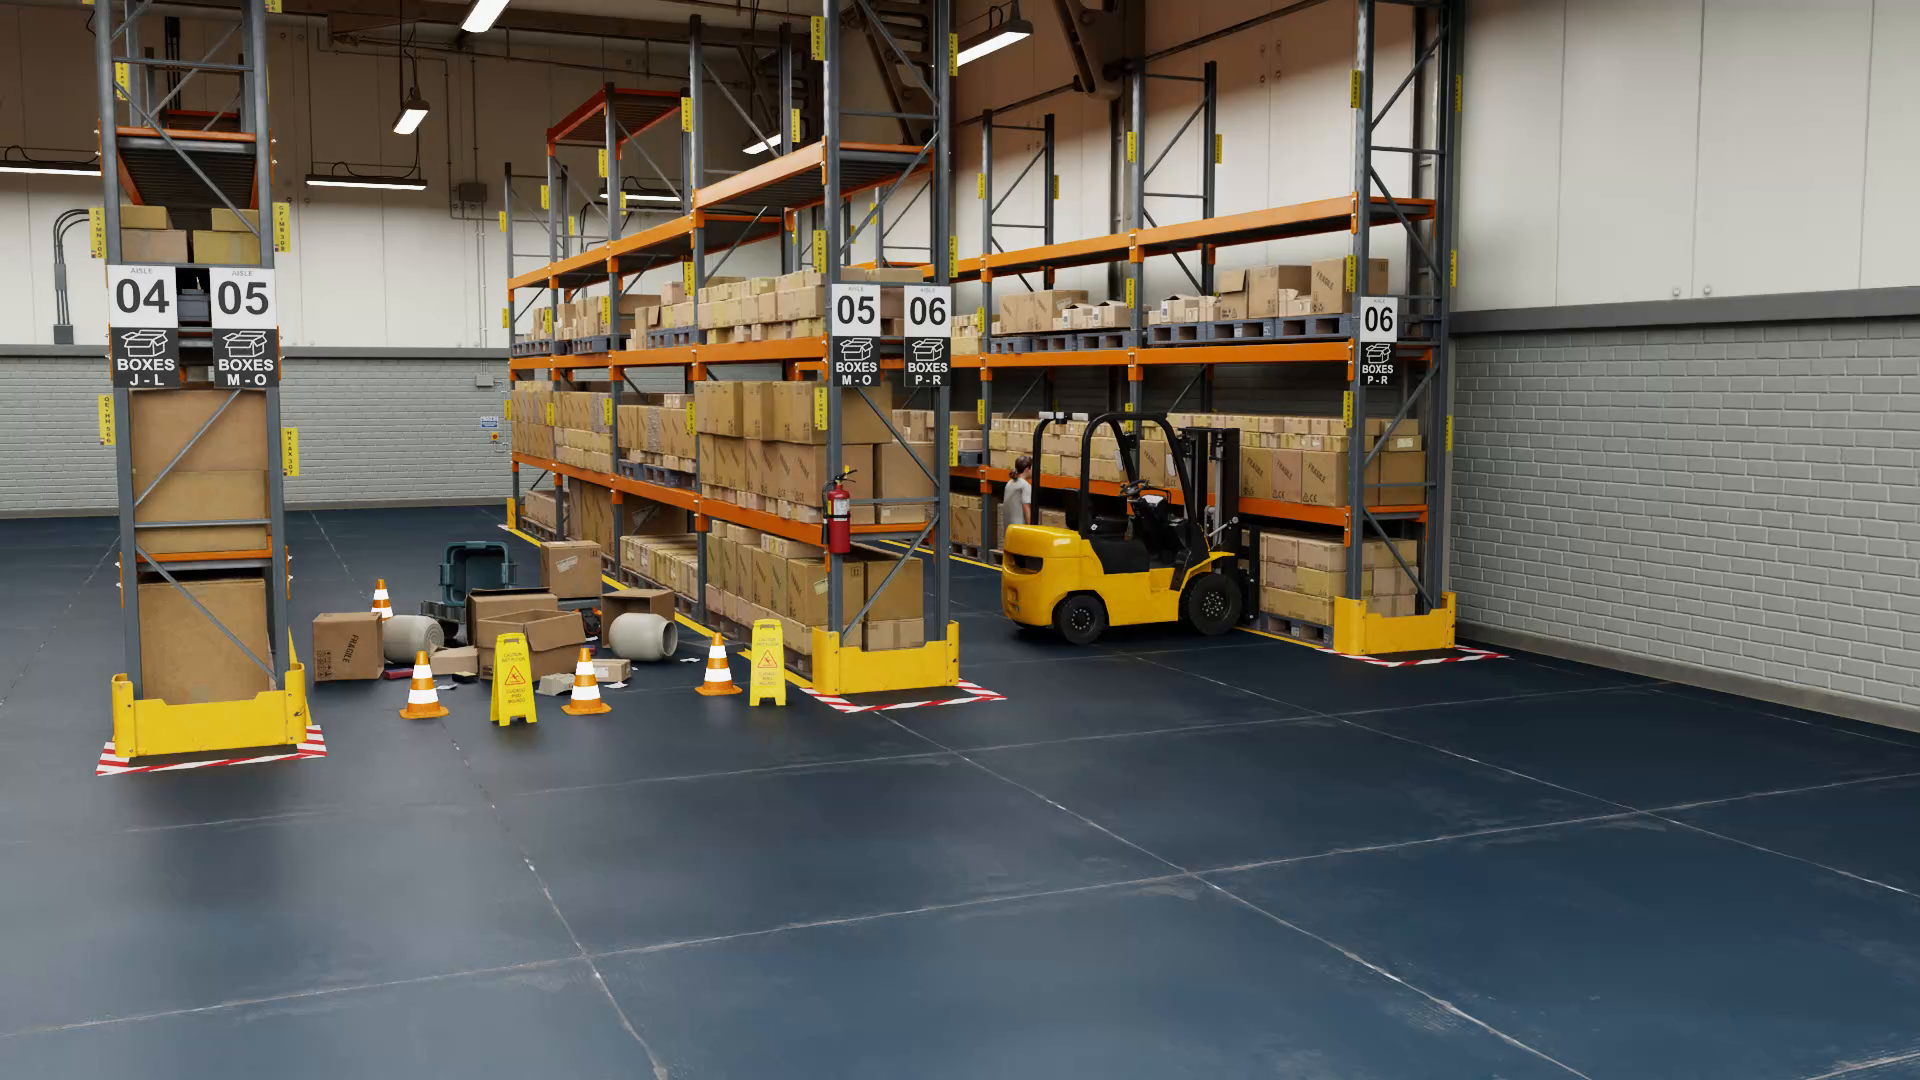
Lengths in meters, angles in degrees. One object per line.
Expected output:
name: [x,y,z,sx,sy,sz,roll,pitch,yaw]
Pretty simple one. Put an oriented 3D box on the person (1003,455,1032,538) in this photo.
person: [0.649,-0.058,17.571,0.354,1.673,0.513,-3,6,-26]
